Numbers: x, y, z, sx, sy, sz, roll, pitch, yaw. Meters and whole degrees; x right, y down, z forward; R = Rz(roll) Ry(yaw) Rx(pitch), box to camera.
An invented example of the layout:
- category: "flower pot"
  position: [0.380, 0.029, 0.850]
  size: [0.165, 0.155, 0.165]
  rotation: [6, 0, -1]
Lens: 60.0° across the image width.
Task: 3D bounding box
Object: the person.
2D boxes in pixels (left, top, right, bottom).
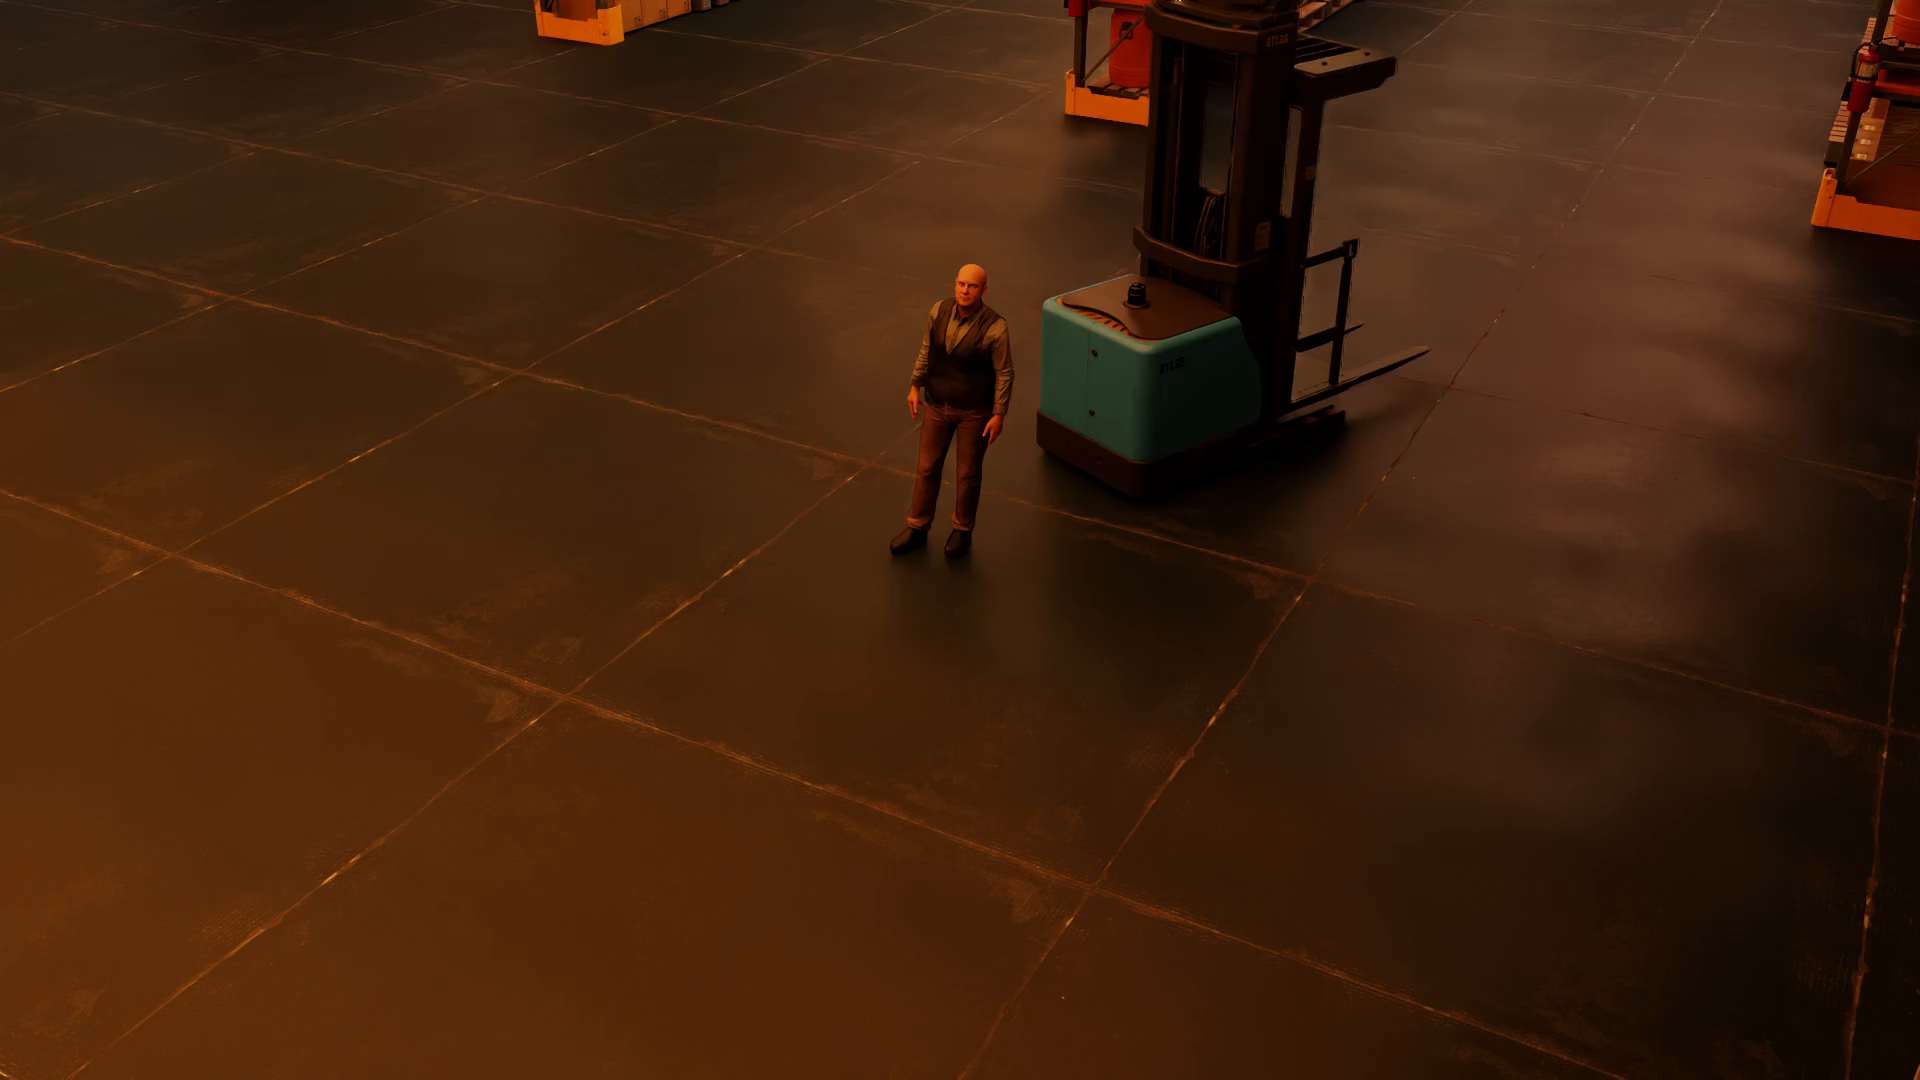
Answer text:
- category: "person"
  position: [-0.037, -0.727, 9.525]
  size: [0.632, 1.720, 0.568]
  rotation: [15, 33, 25]

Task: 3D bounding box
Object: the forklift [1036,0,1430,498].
- category: "forklift"
  position: [1.978, -2.118, 10.741]
  size: [3.031, 2.935, 1.130]
  rotation: [-21, 36, -32]
